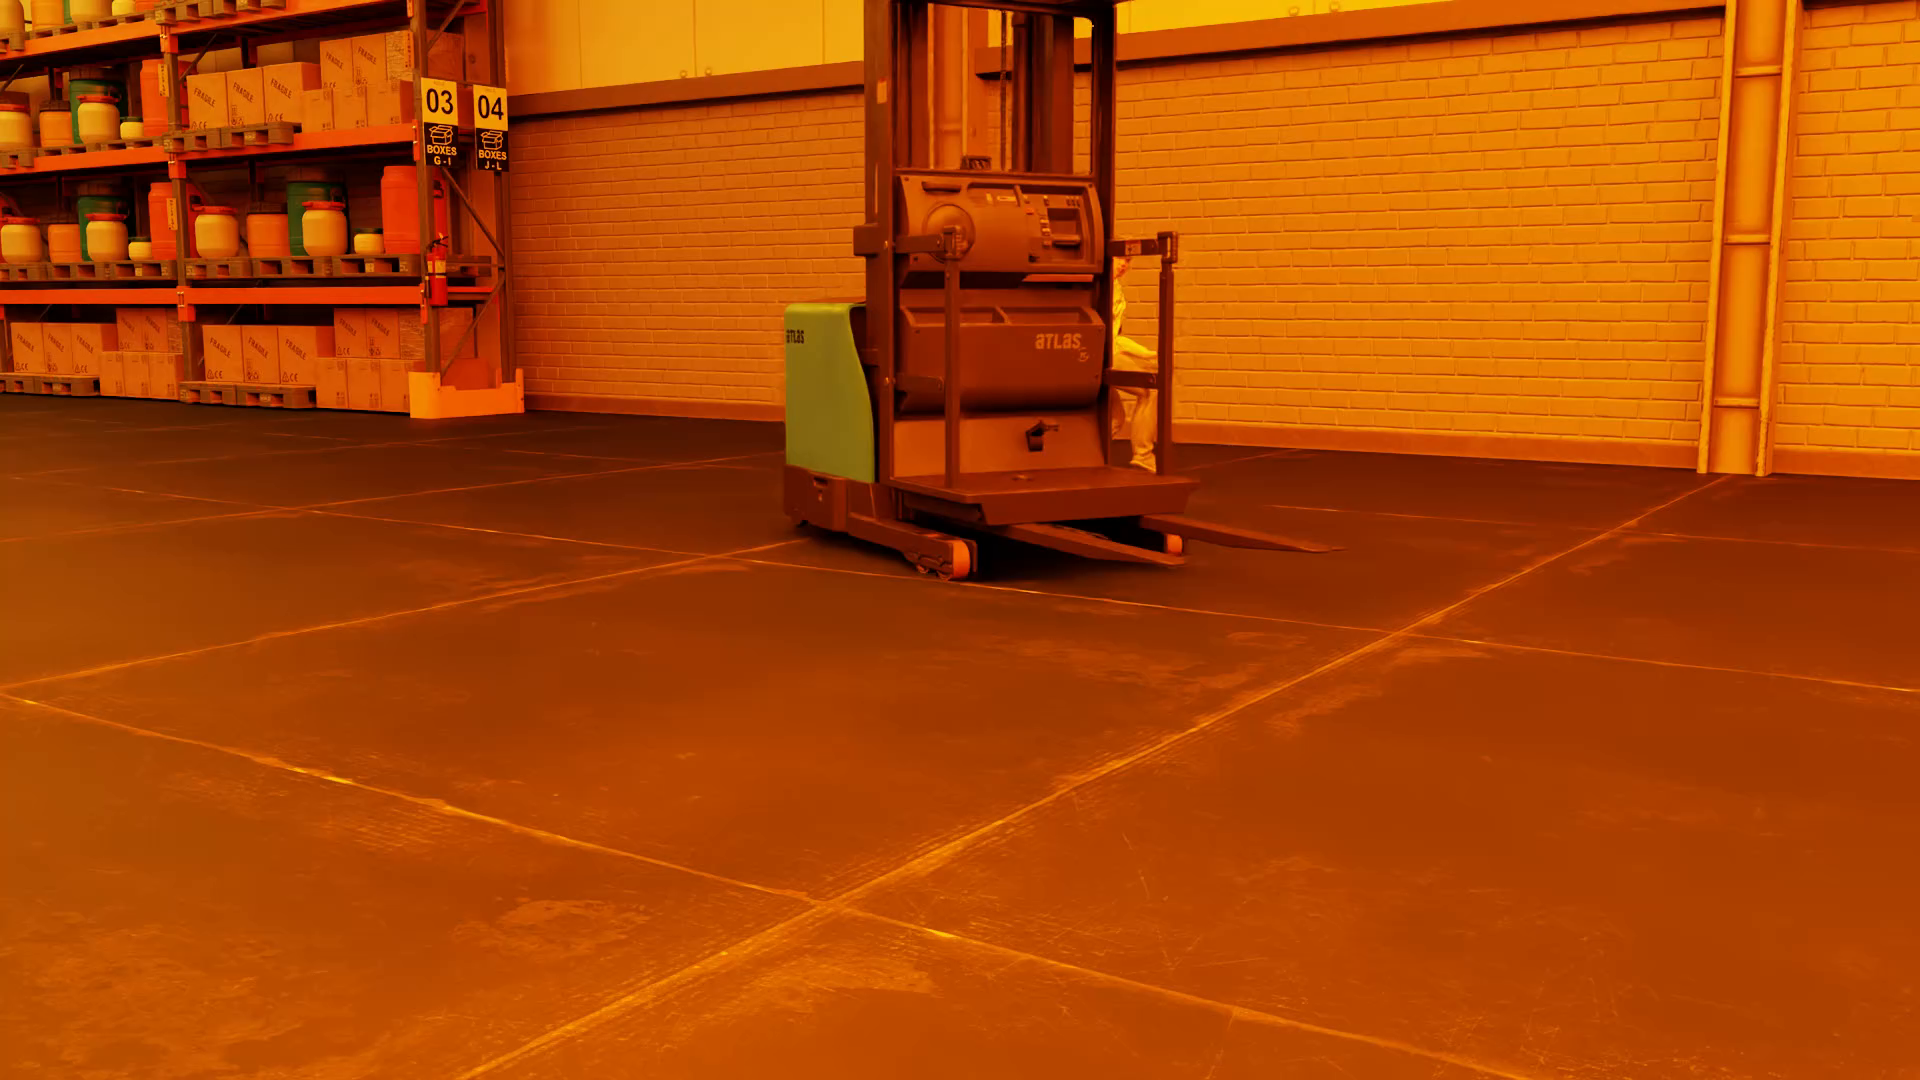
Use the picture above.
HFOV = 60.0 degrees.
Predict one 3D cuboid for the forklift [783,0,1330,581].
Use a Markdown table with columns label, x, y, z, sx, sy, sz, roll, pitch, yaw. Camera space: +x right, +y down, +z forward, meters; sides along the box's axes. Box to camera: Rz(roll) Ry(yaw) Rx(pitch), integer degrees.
| label | x | y | z | sx | sy | sz | roll | pitch | yaw |
| --- | --- | --- | --- | --- | --- | --- | --- | --- | --- |
| forklift | 0.285 | -1.361 | 6.766 | 1.130 | 2.935 | 3.031 | -4 | 9 | -27 |

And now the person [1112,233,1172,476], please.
| label | x | y | z | sx | sy | sz | roll | pitch | yaw |
| --- | --- | --- | --- | --- | --- | --- | --- | --- | --- |
| person | 0.973 | -1.077 | 9.942 | 0.729 | 1.502 | 0.700 | -3 | 9 | -18 |
